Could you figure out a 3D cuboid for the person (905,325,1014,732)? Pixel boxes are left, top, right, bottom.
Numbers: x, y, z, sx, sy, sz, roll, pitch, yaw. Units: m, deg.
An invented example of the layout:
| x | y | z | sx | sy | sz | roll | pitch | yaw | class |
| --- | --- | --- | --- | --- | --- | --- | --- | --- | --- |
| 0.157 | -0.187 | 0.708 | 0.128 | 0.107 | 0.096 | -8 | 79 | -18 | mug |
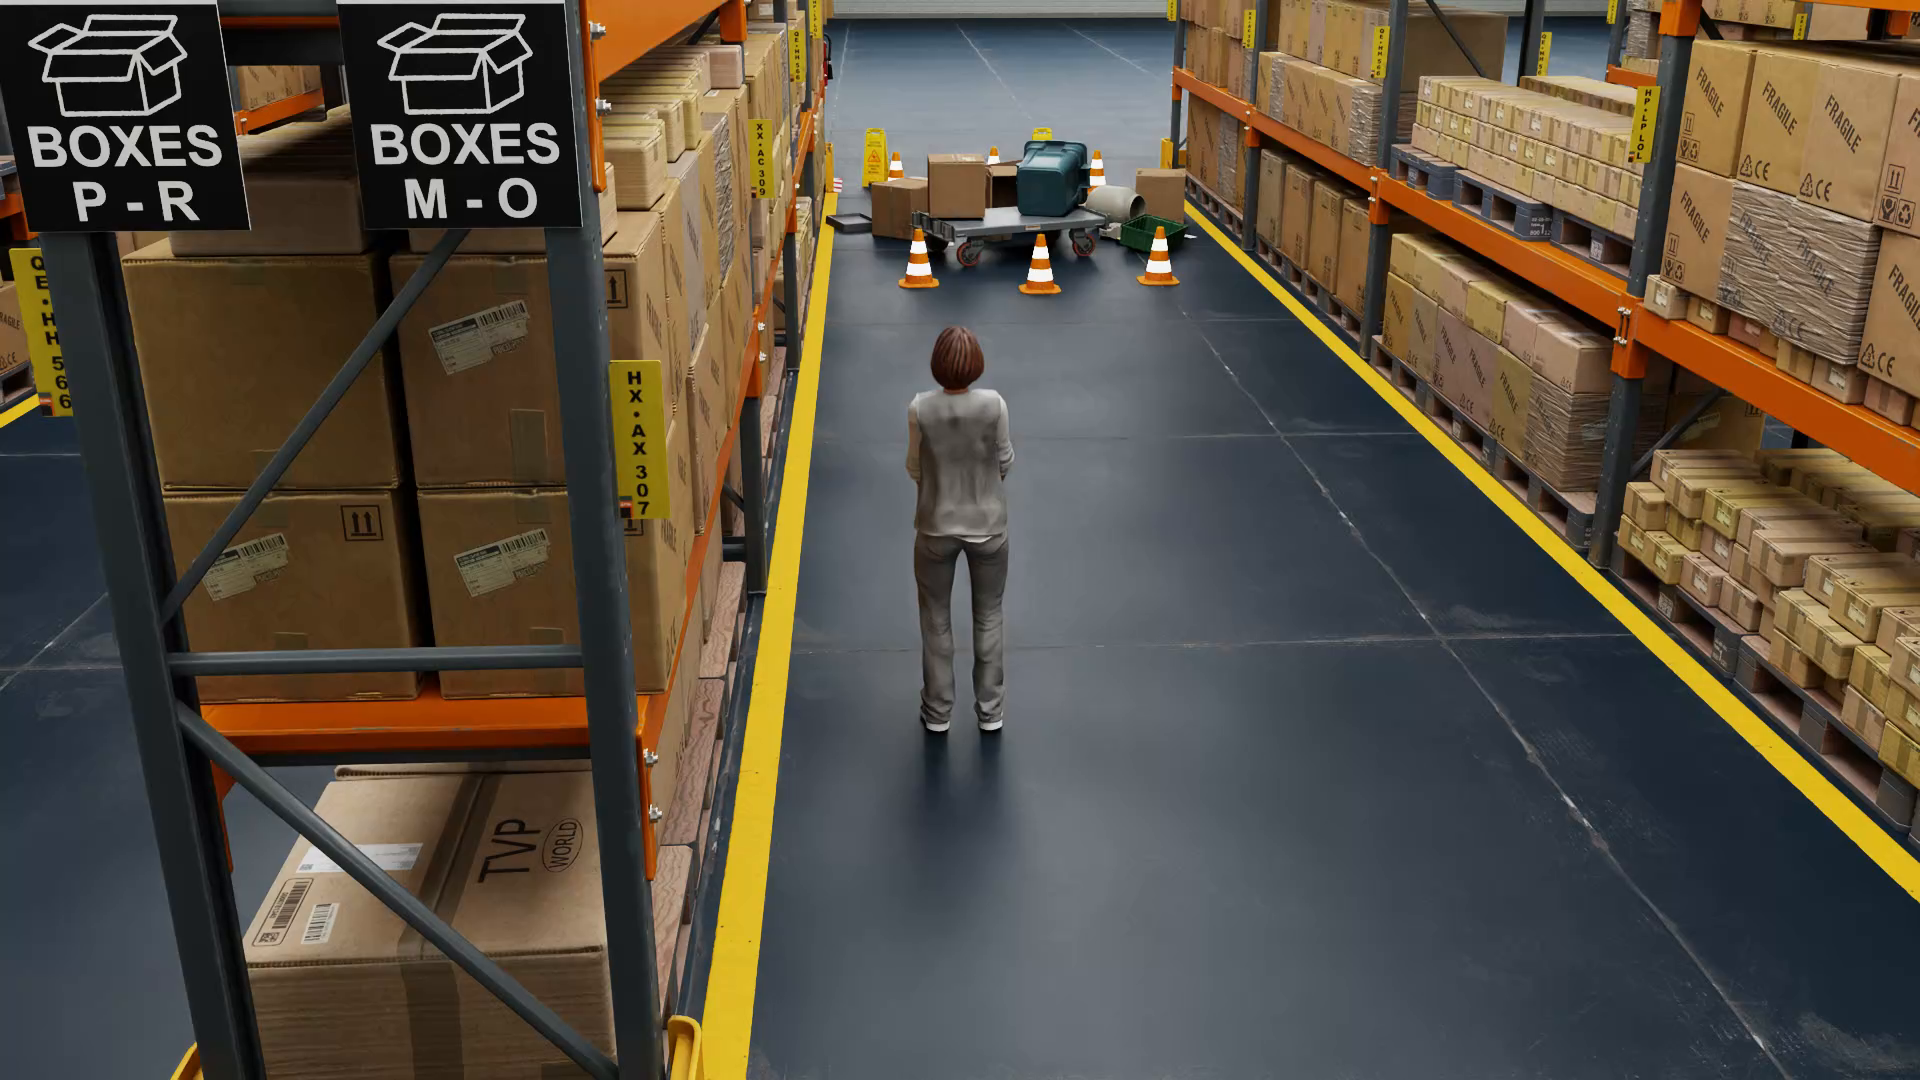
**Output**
| x | y | z | sx | sy | sz | roll | pitch | yaw | class |
| --- | --- | --- | --- | --- | --- | --- | --- | --- | --- |
| -0.001 | -0.060 | 6.261 | 0.404 | 1.590 | 0.492 | -1 | 21 | -2 | person |
